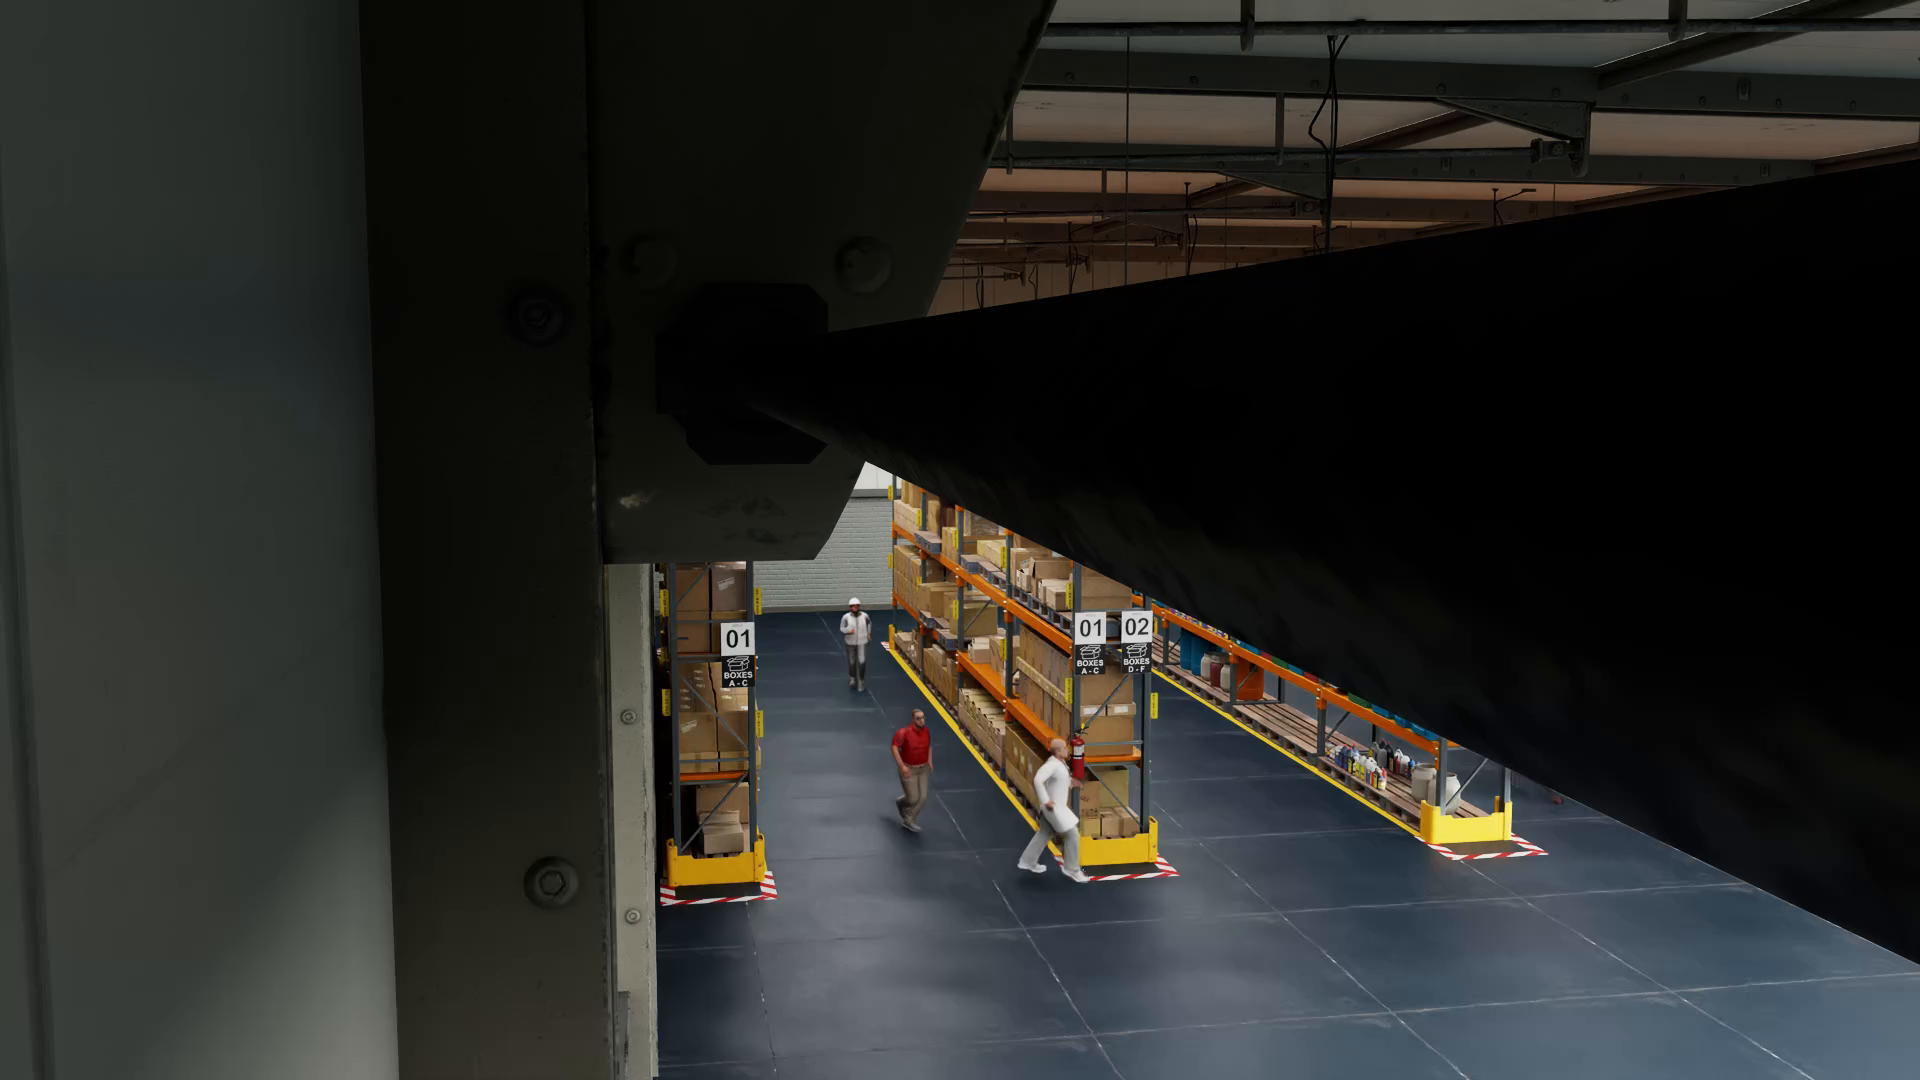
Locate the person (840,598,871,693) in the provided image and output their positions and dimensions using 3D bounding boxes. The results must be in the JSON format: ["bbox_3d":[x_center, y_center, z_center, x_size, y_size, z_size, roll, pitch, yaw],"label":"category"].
[{"bbox_3d":[-1.997,2.008,31.911,0.610,1.825,0.832,0,6,-5],"label":"person"}]

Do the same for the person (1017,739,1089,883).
[{"bbox_3d":[1.129,3.288,20.037,0.875,1.827,0.773,0,6,2],"label":"person"}]

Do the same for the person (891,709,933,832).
[{"bbox_3d":[-0.668,3.089,22.459,0.662,1.672,0.572,-4,8,-35],"label":"person"}]

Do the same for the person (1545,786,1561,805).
[{"bbox_3d":[8.714,3.009,24.038,0.678,1.439,0.841,-1,6,-12],"label":"person"}]
